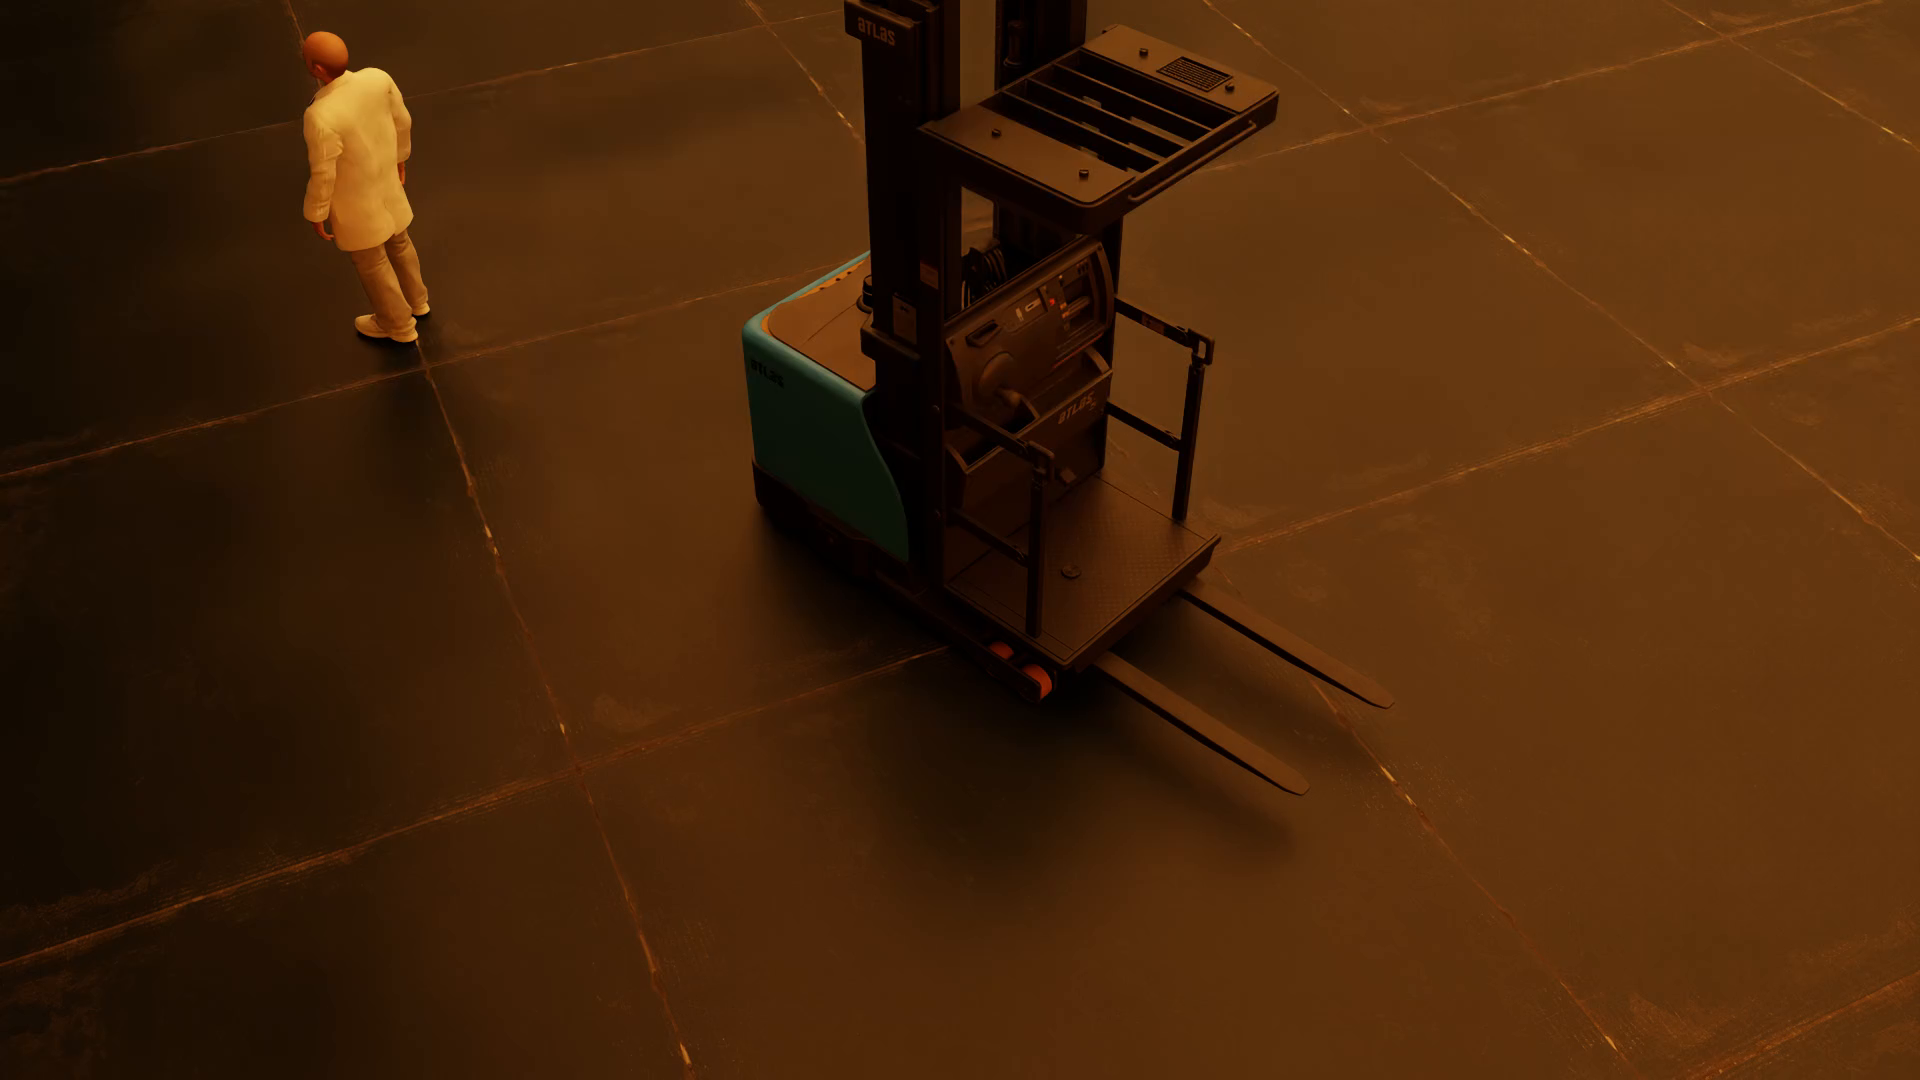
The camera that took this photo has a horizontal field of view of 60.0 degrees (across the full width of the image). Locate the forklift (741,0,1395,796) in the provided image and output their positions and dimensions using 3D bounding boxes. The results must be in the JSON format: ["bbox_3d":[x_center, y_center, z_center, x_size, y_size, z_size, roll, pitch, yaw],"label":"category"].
[{"bbox_3d":[0.445,-0.788,6.525,3.031,2.935,1.130,32,52,30],"label":"forklift"}]

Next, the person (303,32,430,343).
[{"bbox_3d":[-3.093,-1.789,8.432,0.581,1.775,0.694,21,47,21],"label":"person"}]
